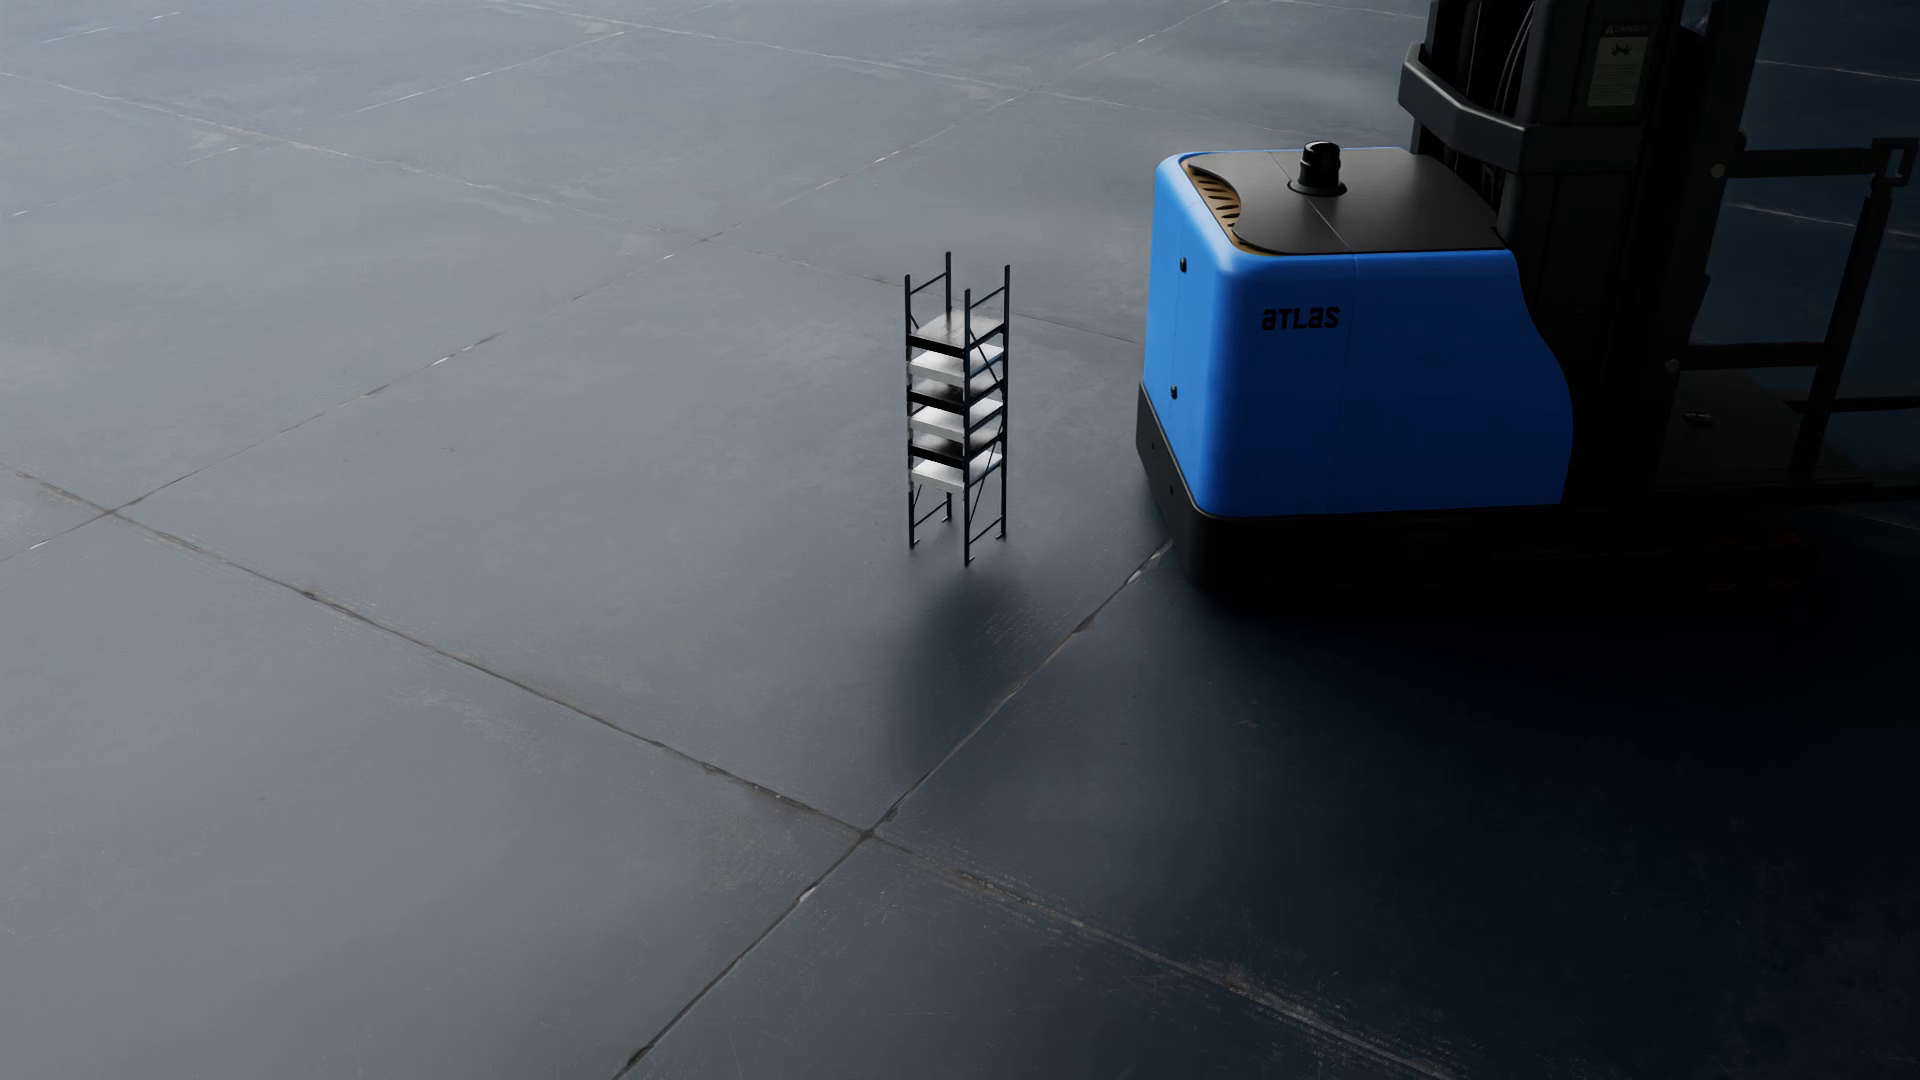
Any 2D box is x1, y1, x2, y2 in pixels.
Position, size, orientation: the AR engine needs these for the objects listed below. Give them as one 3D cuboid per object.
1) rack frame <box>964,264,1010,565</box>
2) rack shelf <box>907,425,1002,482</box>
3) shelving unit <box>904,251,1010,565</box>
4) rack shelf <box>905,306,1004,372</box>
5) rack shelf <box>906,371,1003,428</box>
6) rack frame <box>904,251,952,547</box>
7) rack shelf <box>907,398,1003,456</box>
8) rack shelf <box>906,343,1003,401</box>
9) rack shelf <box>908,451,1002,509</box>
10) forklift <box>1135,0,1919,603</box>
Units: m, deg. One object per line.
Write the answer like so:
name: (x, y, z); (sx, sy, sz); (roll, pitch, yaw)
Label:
rack frame: (0.079, -0.364, 4.980); (0.006, 0.900, 0.240); (18, 35, 27)
rack shelf: (-0.007, -0.284, 5.089); (0.200, 0.077, 0.258); (18, 35, 27)
shelving unit: (-0.007, -0.391, 5.027); (0.210, 0.900, 0.258); (18, 35, 27)
rack shelf: (-0.007, -0.595, 4.908); (0.200, 0.077, 0.258); (18, 35, 27)
rack shelf: (-0.007, -0.440, 4.998); (0.200, 0.077, 0.258); (18, 35, 27)
rack frame: (-0.093, -0.418, 5.074); (0.006, 0.900, 0.240); (18, 35, 27)
rack shelf: (-0.007, -0.362, 5.044); (0.200, 0.077, 0.258); (18, 35, 27)
rack shelf: (-0.007, -0.518, 4.953); (0.200, 0.077, 0.258); (18, 35, 27)
rack shelf: (-0.007, -0.207, 5.134); (0.200, 0.077, 0.258); (18, 35, 27)
forklift: (2.144, -1.378, 4.704); (3.031, 2.935, 1.130); (-3, 30, -4)
